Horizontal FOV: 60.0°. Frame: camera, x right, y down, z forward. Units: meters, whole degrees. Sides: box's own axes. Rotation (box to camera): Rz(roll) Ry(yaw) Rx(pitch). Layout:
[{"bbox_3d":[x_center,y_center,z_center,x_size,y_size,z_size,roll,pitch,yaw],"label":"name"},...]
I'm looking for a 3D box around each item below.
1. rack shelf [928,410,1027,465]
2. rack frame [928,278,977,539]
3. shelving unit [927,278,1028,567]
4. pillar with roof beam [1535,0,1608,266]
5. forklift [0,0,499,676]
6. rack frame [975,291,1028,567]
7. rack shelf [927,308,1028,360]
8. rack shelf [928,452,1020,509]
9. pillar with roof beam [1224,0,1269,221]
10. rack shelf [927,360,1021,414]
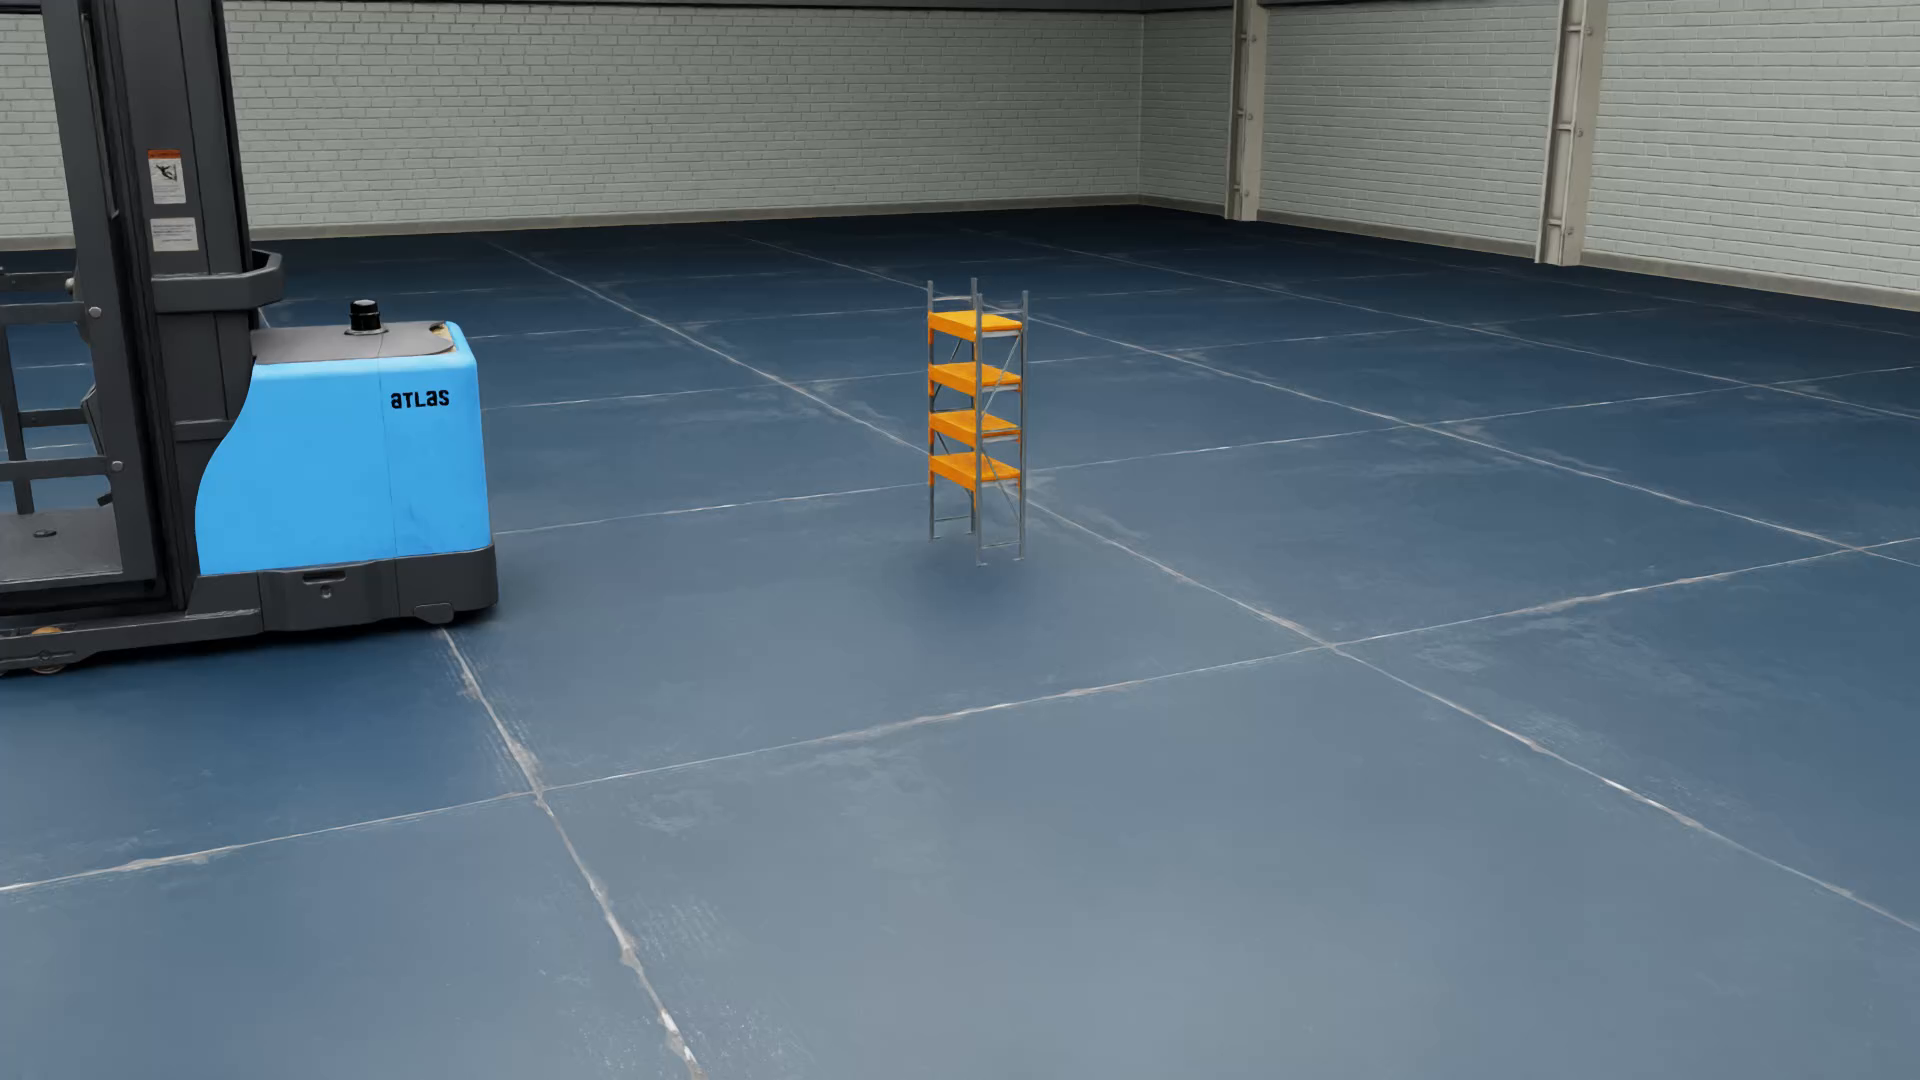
[{"bbox_3d":[0.073,-0.471,7.461,0.258,0.148,0.480,-8,18,-25],"label":"rack shelf"},{"bbox_3d":[-0.034,-0.596,7.653,0.240,1.200,0.015,-8,18,-25],"label":"rack frame"},{"bbox_3d":[0.073,-0.536,7.442,0.258,1.200,0.503,-8,18,-25],"label":"shelving unit"},{"bbox_3d":[2.748,-6.863,15.351,9.100,9.000,0.400,-8,18,-25],"label":"pillar with roof beam"},{"bbox_3d":[-3.414,-1.068,6.160,3.031,2.935,1.130,-6,17,-19],"label":"forklift"},{"bbox_3d":[0.179,-0.475,7.231,0.240,1.200,0.015,-8,18,-25],"label":"rack frame"},{"bbox_3d":[0.073,-0.913,7.334,0.258,0.148,0.480,-8,18,-25],"label":"rack shelf"},{"bbox_3d":[0.073,-0.280,7.515,0.258,0.148,0.480,-8,18,-25],"label":"rack shelf"},{"bbox_3d":[0.120,-8.351,20.536,9.100,9.000,0.400,-8,18,-25],"label":"pillar with roof beam"},{"bbox_3d":[0.073,-0.686,7.399,0.258,0.148,0.480,-8,18,-25],"label":"rack shelf"}]
